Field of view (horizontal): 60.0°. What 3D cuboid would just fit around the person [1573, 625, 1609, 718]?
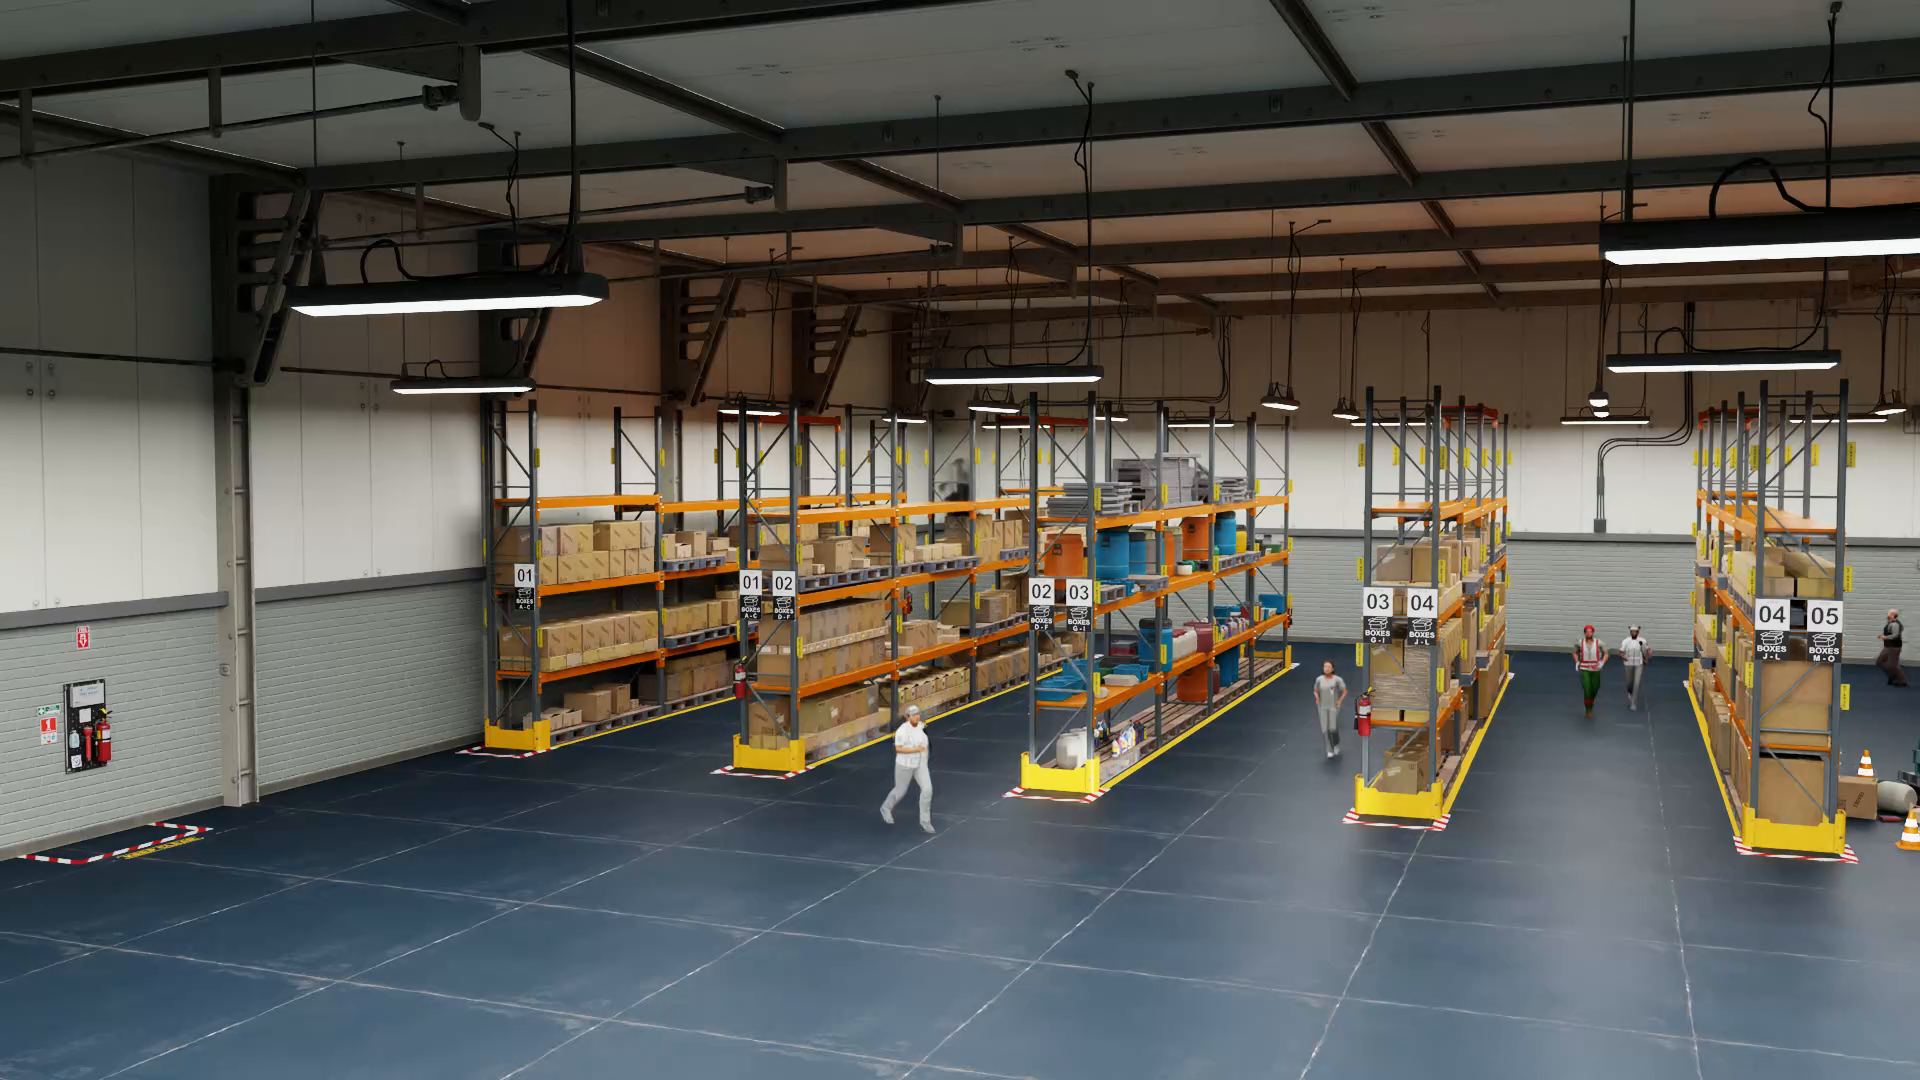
[{"bbox_3d":[12.205,2.523,32.192,0.650,1.780,0.810,1,3,21],"label":"person"}]

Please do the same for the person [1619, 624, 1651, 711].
[{"bbox_3d":[13.513,2.526,33.327,0.592,1.702,0.901,1,3,24],"label":"person"}]

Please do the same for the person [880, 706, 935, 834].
[{"bbox_3d":[-0.679,3.075,22.444,0.612,1.698,0.896,-2,3,-36],"label":"person"}]

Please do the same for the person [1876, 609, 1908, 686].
[{"bbox_3d":[20.335,2.365,36.245,0.623,1.719,0.678,1,3,24],"label":"person"}]

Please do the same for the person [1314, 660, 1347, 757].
[{"bbox_3d":[6.136,2.814,27.671,0.539,1.626,0.541,1,3,24],"label":"person"}]
